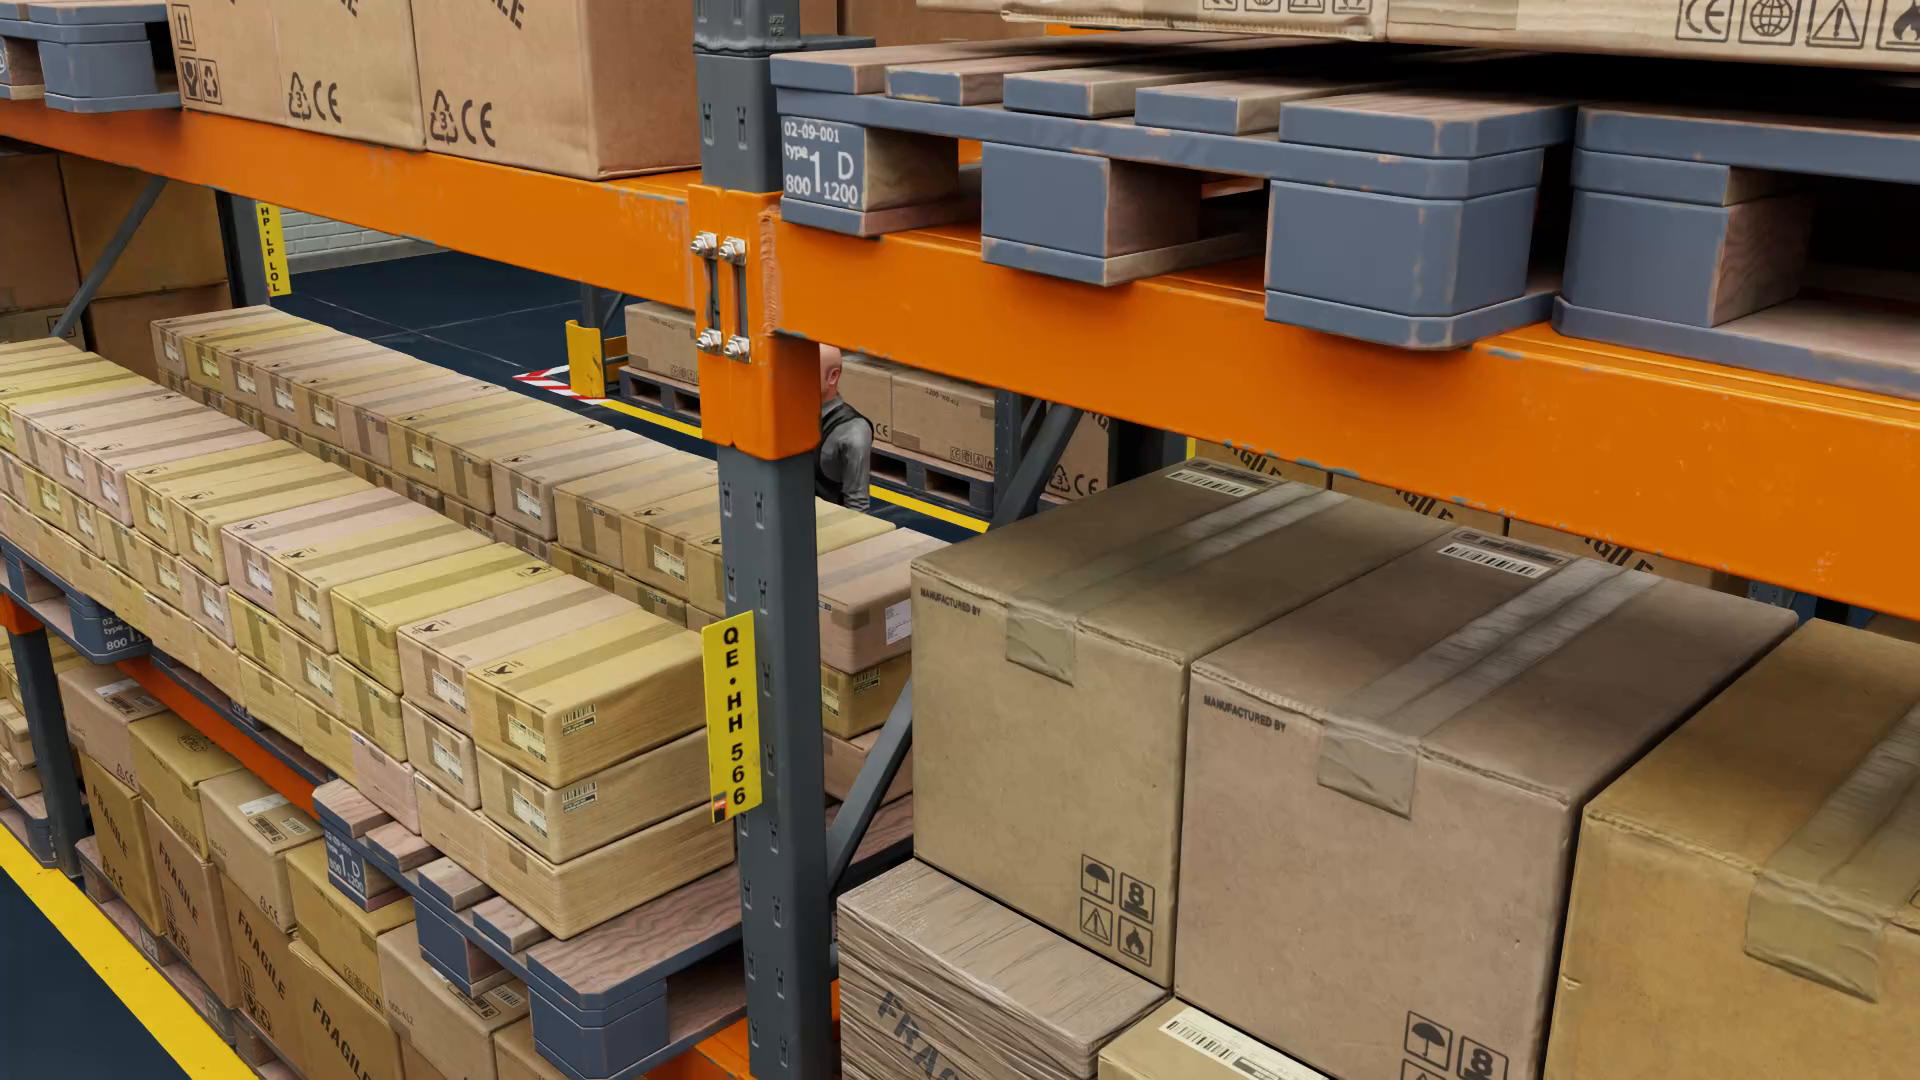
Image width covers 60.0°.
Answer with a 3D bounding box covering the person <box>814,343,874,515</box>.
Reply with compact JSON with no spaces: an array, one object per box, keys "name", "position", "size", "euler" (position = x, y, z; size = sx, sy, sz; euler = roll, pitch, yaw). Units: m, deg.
[{"name":"person","position":[-0.557,0.074,6.440],"size":[0.359,1.731,0.533],"euler":[-19,28,-41]}]
